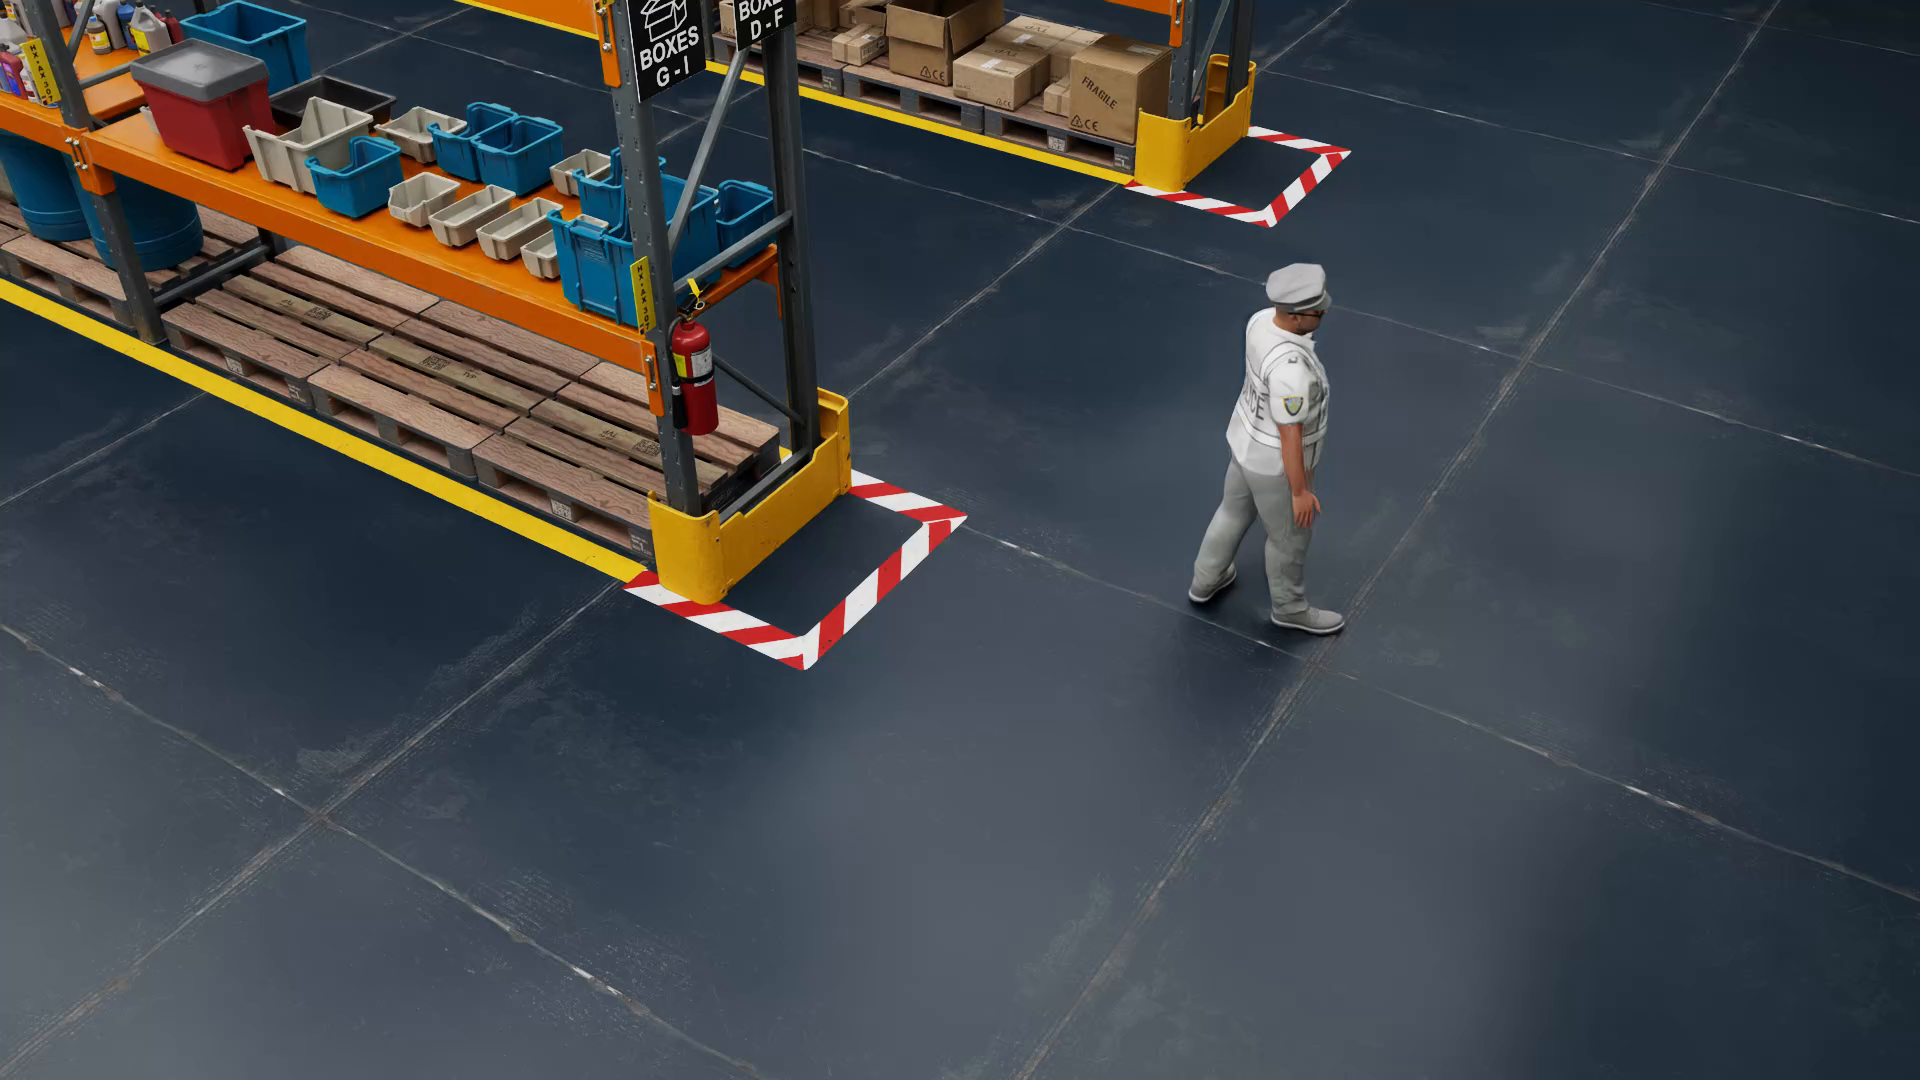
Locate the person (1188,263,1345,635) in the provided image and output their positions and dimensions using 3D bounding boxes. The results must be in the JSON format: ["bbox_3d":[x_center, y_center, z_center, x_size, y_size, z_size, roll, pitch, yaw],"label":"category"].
[{"bbox_3d":[1.400,-0.361,7.114,0.653,1.754,0.671,-5,39,-7],"label":"person"}]
